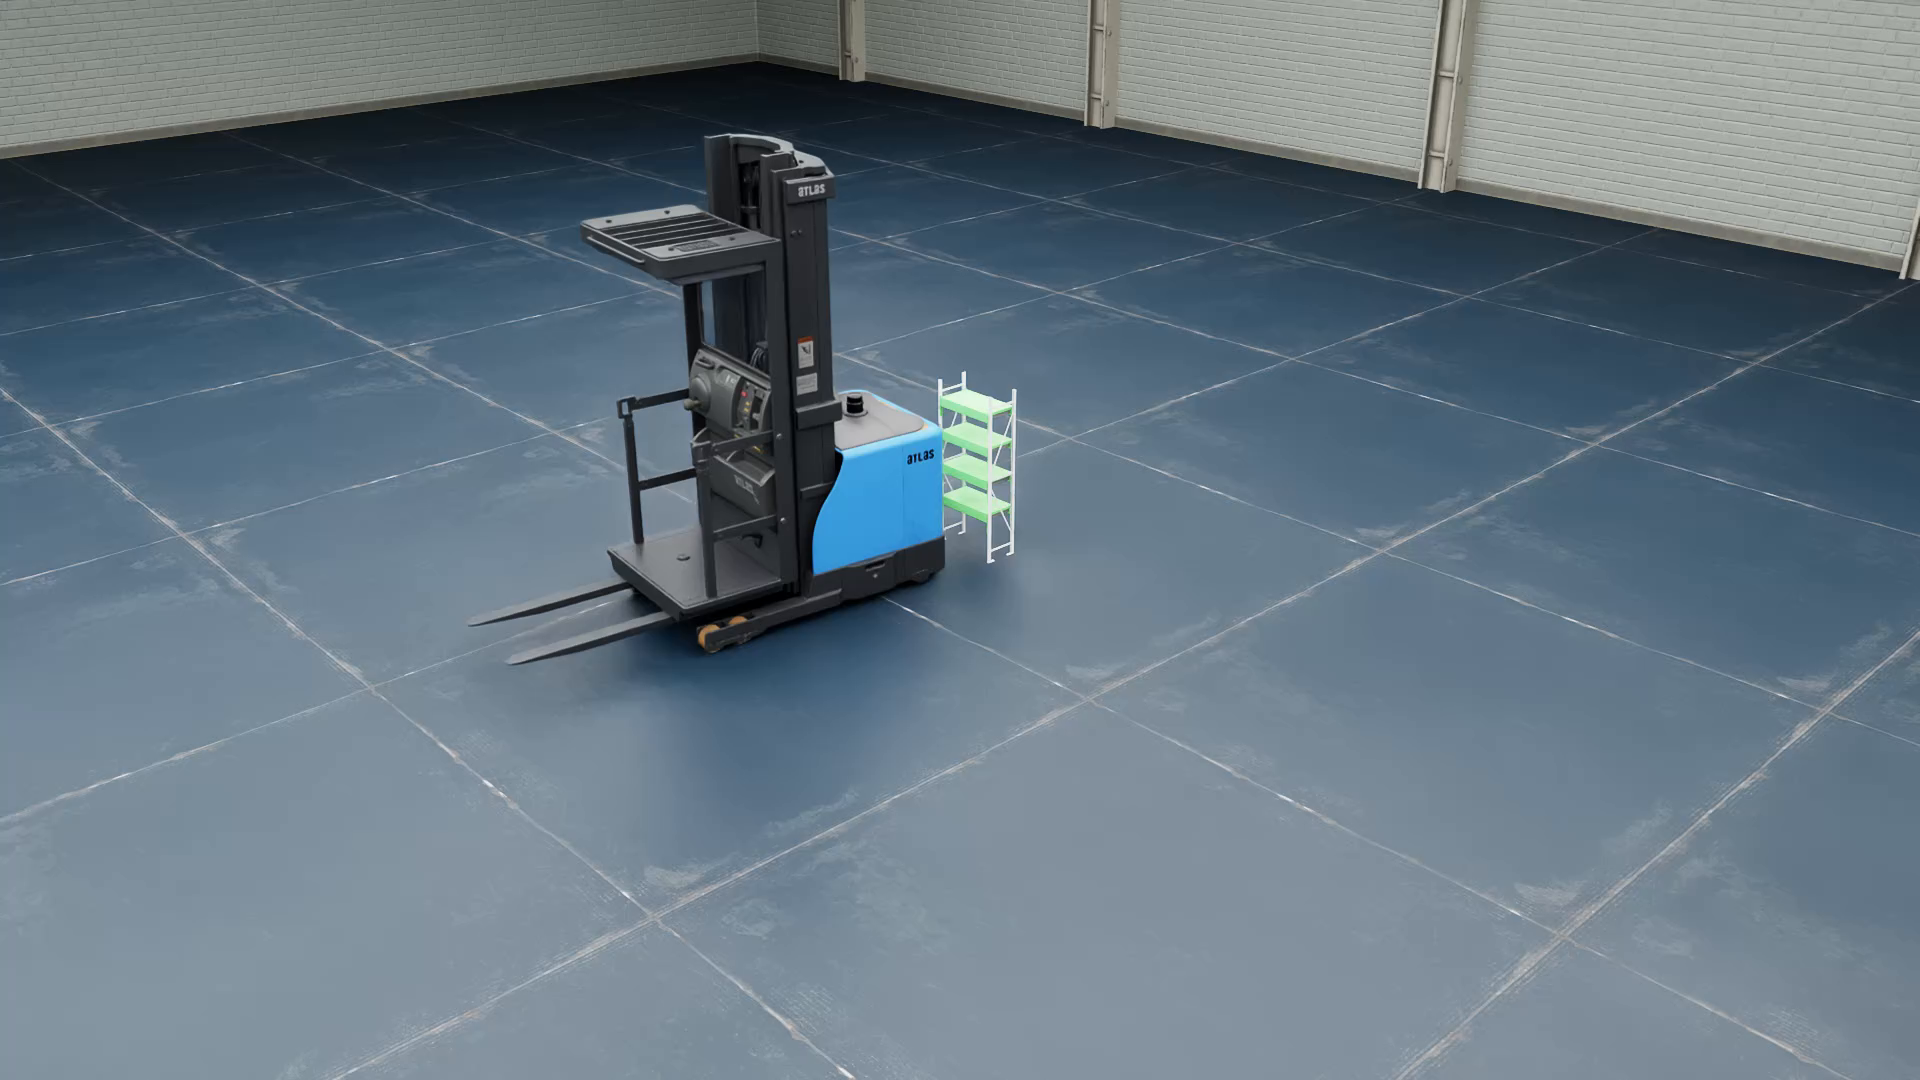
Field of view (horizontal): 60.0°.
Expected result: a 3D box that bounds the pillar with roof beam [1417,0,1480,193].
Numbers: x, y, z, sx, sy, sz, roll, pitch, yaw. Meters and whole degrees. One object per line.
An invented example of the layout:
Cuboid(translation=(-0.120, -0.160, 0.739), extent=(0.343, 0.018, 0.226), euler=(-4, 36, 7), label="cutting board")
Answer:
Cuboid(translation=(3.134, -7.499, 17.345), extent=(9.100, 9.000, 0.400), euler=(-21, 32, -38), label="pillar with roof beam")

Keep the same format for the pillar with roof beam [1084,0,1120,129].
Cuboid(translation=(-0.967, -9.316, 21.330), extent=(9.100, 9.000, 0.400), euler=(-21, 32, -38), label="pillar with roof beam")

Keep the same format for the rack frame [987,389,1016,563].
Cuboid(translation=(0.280, -0.422, 11.229), extent=(0.240, 1.200, 0.015), euler=(-21, 32, -38), label="rack frame")

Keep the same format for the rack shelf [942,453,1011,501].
Cuboid(translation=(0.113, -0.438, 11.418), extent=(0.258, 0.148, 0.480), euler=(-21, 32, -38), label="rack shelf")

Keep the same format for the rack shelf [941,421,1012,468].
Cuboid(translation=(0.113, -0.656, 11.318), extent=(0.258, 0.148, 0.480), euler=(-21, 32, -38), label="rack shelf")

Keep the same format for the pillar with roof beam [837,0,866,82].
Cuboid(translation=(-5.068, -11.134, 25.315), extent=(9.100, 9.000, 0.400), euler=(-21, 32, -38), label="pillar with roof beam")

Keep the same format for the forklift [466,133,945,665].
Cuboid(translation=(-1.590, -0.891, 10.171), extent=(3.031, 2.935, 1.130), euler=(-17, 29, -33), label="forklift")

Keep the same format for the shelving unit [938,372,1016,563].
Cuboid(translation=(0.113, -0.496, 11.391), extent=(0.258, 1.200, 0.503), euler=(-21, 32, -38), label="shelving unit")

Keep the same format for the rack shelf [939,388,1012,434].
Cuboid(translation=(0.113, -0.874, 11.218), extent=(0.258, 0.148, 0.480), euler=(-21, 32, -38), label="rack shelf")

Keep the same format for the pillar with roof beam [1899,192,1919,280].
Cuboid(translation=(7.235, -5.681, 13.360), extent=(9.100, 9.000, 0.400), euler=(-21, 32, -38), label="pillar with roof beam")

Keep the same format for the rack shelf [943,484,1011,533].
Cuboid(translation=(0.113, -0.219, 11.517), extent=(0.258, 0.148, 0.480), euler=(-21, 32, -38), label="rack shelf")

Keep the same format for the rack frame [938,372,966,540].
Cuboid(translation=(-0.054, -0.570, 11.553), extent=(0.240, 1.200, 0.015), euler=(-21, 32, -38), label="rack frame")
